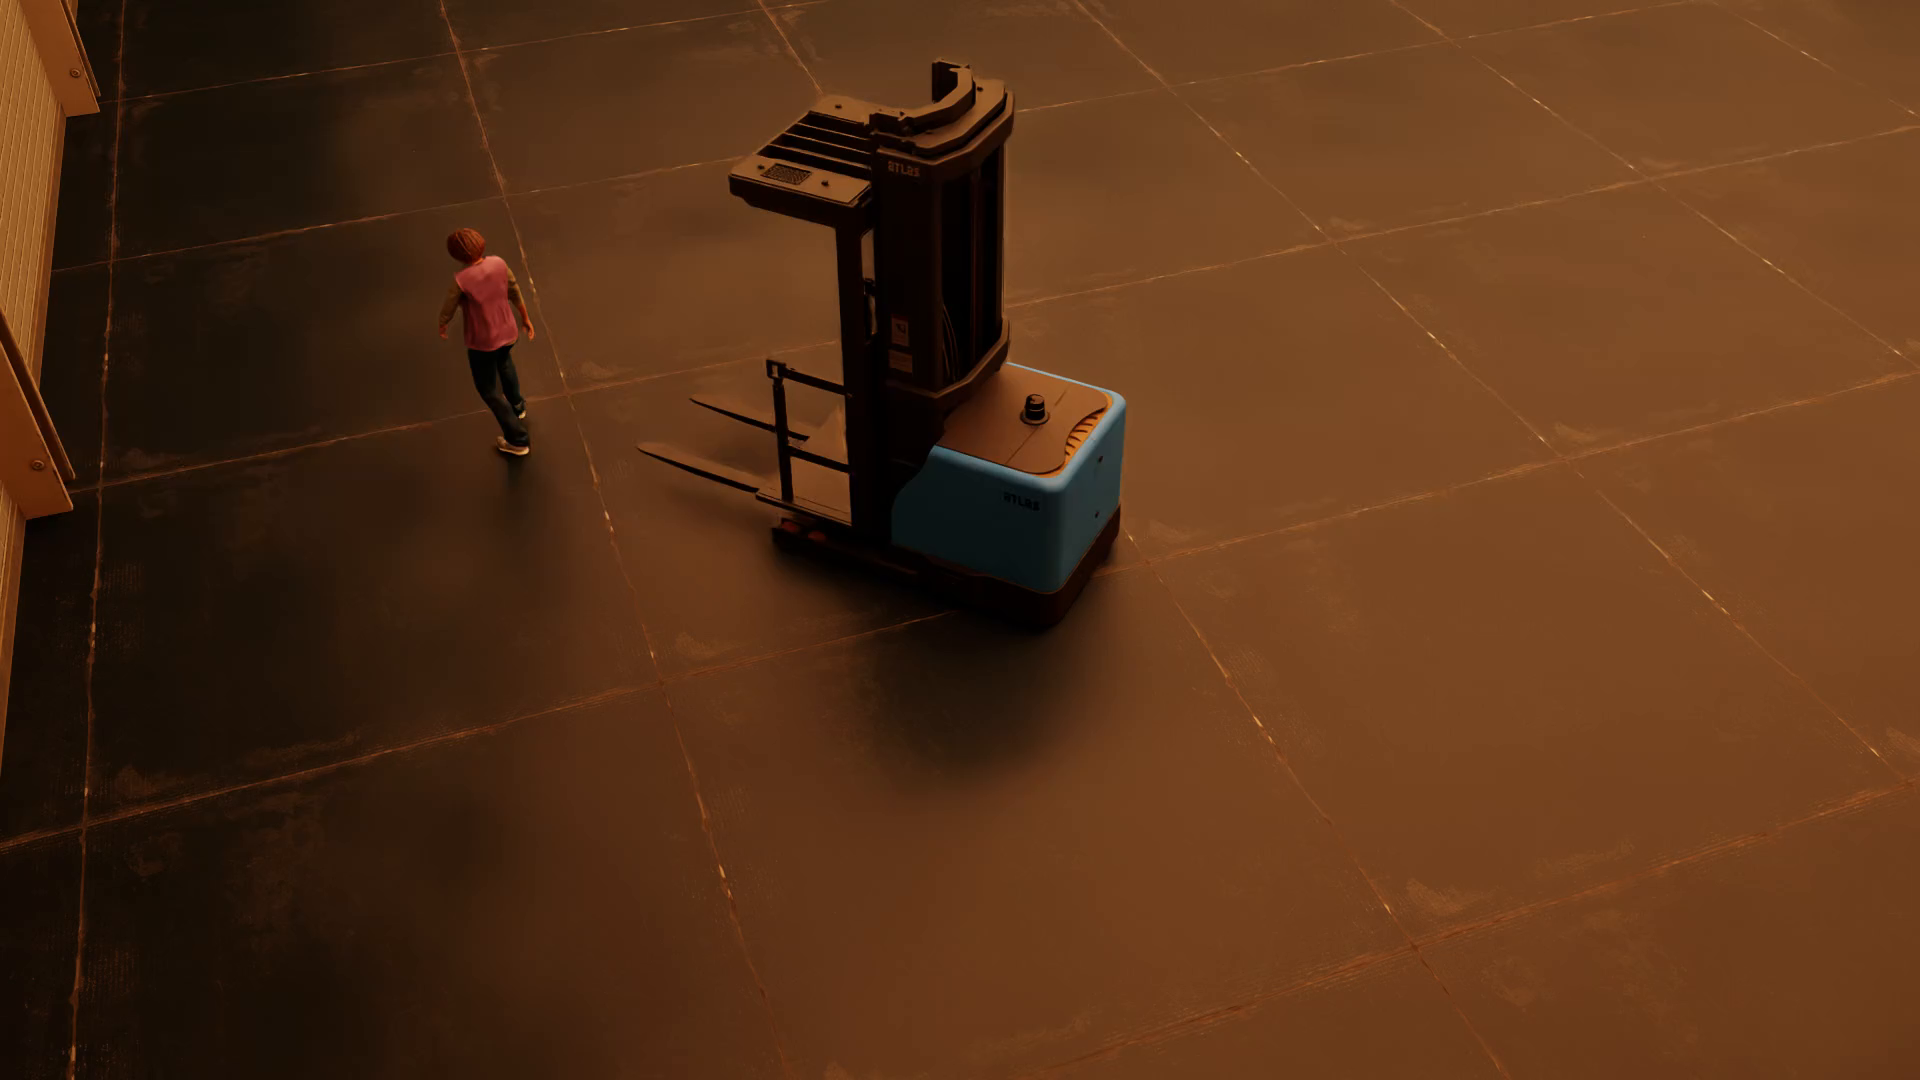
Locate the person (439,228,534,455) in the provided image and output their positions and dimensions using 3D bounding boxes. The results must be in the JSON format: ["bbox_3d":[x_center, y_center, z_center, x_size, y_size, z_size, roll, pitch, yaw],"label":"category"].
[{"bbox_3d":[-2.992,-1.317,10.658,0.617,1.535,0.527,26,47,28],"label":"person"}]

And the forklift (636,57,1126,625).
[{"bbox_3d":[-0.575,-1.297,9.541,3.031,2.935,1.130,18,43,20],"label":"forklift"}]
